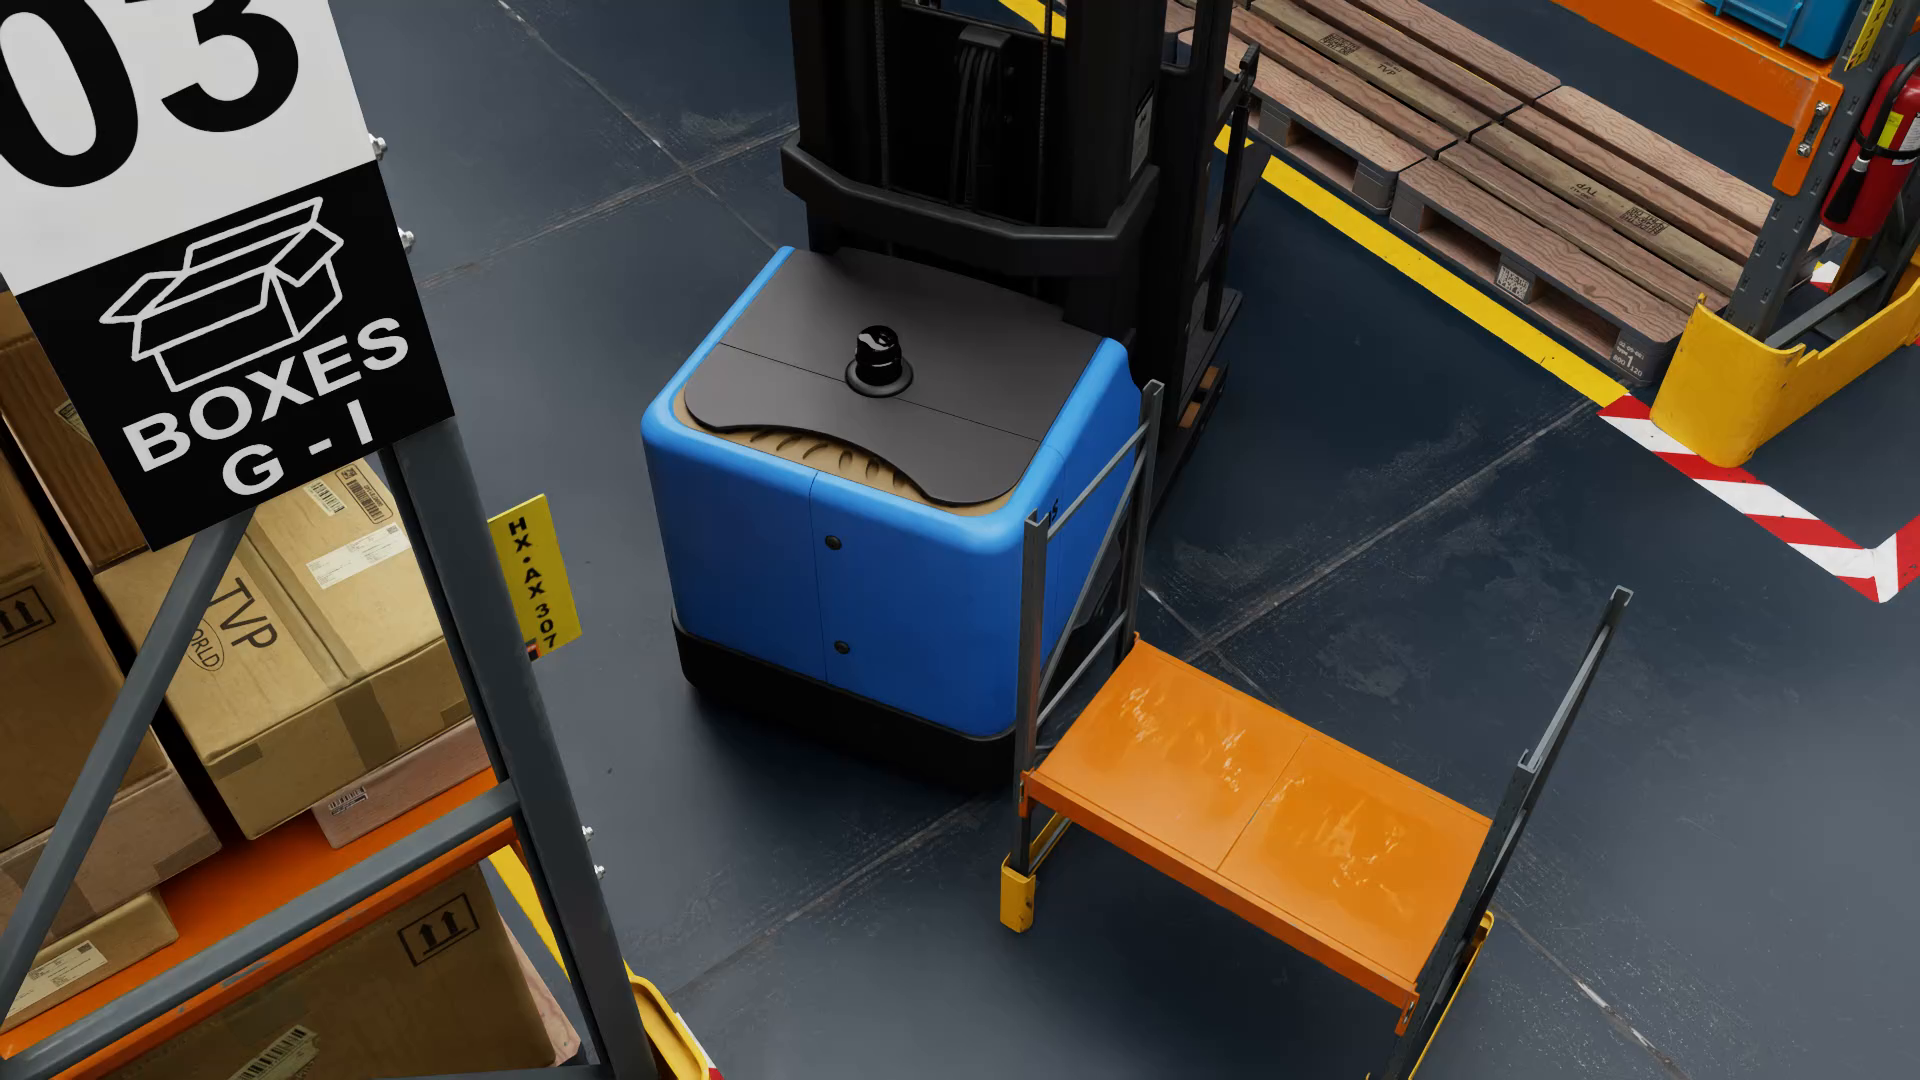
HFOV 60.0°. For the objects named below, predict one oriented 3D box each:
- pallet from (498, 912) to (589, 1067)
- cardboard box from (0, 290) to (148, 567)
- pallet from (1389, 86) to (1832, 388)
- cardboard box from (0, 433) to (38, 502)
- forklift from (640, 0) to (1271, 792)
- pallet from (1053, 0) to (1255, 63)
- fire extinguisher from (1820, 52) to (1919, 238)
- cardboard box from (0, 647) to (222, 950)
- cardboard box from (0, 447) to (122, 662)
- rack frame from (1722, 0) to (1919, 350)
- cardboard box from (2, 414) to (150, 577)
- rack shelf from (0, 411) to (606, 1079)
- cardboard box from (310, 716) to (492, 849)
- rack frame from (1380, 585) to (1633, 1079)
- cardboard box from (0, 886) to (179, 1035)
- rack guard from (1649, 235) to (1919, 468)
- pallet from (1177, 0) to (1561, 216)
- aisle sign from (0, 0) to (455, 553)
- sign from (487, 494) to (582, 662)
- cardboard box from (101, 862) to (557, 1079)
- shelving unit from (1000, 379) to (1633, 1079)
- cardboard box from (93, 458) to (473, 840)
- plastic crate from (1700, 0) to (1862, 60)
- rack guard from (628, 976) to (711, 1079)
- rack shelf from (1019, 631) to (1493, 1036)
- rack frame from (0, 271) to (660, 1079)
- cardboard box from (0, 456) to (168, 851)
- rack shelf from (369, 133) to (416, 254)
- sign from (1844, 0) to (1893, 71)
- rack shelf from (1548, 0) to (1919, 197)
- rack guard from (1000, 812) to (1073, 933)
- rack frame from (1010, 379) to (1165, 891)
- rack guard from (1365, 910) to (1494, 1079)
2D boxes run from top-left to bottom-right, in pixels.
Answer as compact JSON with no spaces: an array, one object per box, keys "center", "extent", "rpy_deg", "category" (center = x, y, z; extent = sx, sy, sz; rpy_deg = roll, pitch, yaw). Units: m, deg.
[{"center":[-1.638,1.127,4.086],"extent":[1.003,0.211,1.213],"rpy_deg":[-29,54,-24],"category":"pallet"},{"center":[-1.470,-0.373,2.958],"extent":[0.500,0.500,0.500],"rpy_deg":[-31,55,-25],"category":"cardboard box"},{"center":[2.381,-1.162,6.161],"extent":[1.003,0.211,1.213],"rpy_deg":[-29,54,-24],"category":"pallet"},{"center":[-2.212,-0.189,3.297],"extent":[0.500,0.250,0.500],"rpy_deg":[-31,55,-25],"category":"cardboard box"},{"center":[0.254,-1.407,4.547],"extent":[1.130,2.935,3.031],"rpy_deg":[18,50,16],"category":"forklift"},{"center":[0.904,-2.601,7.465],"extent":[1.003,0.211,1.213],"rpy_deg":[-29,54,-24],"category":"pallet"},{"center":[2.580,-1.151,4.573],"extent":[0.296,0.674,0.183],"rpy_deg":[-29,54,-24],"category":"fire extinguisher"},{"center":[-1.597,0.411,2.754],"extent":[0.500,0.250,0.500],"rpy_deg":[-30,55,-25],"category":"cardboard box"},{"center":[-1.903,0.111,3.025],"extent":[0.500,0.250,0.500],"rpy_deg":[-30,55,-25],"category":"cardboard box"},{"center":[2.850,-1.595,4.671],"extent":[1.000,3.000,0.127],"rpy_deg":[-29,54,-24],"category":"rack frame"},{"center":[-1.488,-0.130,3.244],"extent":[0.500,0.250,0.500],"rpy_deg":[-30,54,-24],"category":"cardboard box"},{"center":[-2.303,-0.311,3.993],"extent":[1.077,0.370,4.000],"rpy_deg":[-29,54,-24],"category":"rack shelf"},{"center":[-1.044,0.354,3.074],"extent":[0.380,0.149,0.250],"rpy_deg":[-29,54,-24],"category":"cardboard box"},{"center":[1.117,0.747,3.560],"extent":[0.032,1.500,0.500],"rpy_deg":[27,53,22],"category":"rack frame"},{"center":[-1.570,0.649,2.807],"extent":[0.380,0.149,0.250],"rpy_deg":[-28,54,-23],"category":"cardboard box"},{"center":[2.875,-0.747,5.590],"extent":[1.175,0.500,0.348],"rpy_deg":[-29,54,-24],"category":"rack guard"},{"center":[1.647,-1.881,6.813],"extent":[1.003,0.211,1.213],"rpy_deg":[-29,54,-24],"category":"pallet"},{"center":[-0.810,-0.338,1.777],"extent":[0.394,0.787,0.004],"rpy_deg":[-29,54,-24],"category":"aisle sign"},{"center":[-0.647,0.064,2.529],"extent":[0.100,0.325,0.005],"rpy_deg":[-29,54,-24],"category":"sign"},{"center":[-1.543,0.858,3.598],"extent":[0.875,0.875,0.875],"rpy_deg":[-29,54,-24],"category":"cardboard box"},{"center":[0.706,0.537,3.751],"extent":[1.083,1.500,0.587],"rpy_deg":[27,53,22],"category":"shelving unit"},{"center":[-1.168,0.173,2.969],"extent":[0.500,0.250,0.500],"rpy_deg":[-31,55,-25],"category":"cardboard box"},{"center":[2.498,-1.741,4.739],"extent":[0.616,0.435,0.499],"rpy_deg":[-29,54,-24],"category":"plastic crate"},{"center":[-1.077,1.481,3.570],"extent":[1.175,0.500,0.348],"rpy_deg":[-29,54,-24],"category":"rack guard"},{"center":[0.698,0.654,3.887],"extent":[1.000,0.185,0.538],"rpy_deg":[27,53,22],"category":"rack shelf"},{"center":[-1.095,0.628,2.656],"extent":[0.949,2.616,0.053],"rpy_deg":[-29,54,-24],"category":"rack frame"},{"center":[-1.596,0.156,2.478],"extent":[0.500,0.500,0.500],"rpy_deg":[-29,54,-24],"category":"cardboard box"},{"center":[-2.303,-1.318,2.881],"extent":[1.077,0.370,4.000],"rpy_deg":[-29,54,-24],"category":"rack shelf"},{"center":[2.422,-1.393,4.378],"extent":[0.100,0.325,0.005],"rpy_deg":[-29,54,-24],"category":"sign"},{"center":[1.639,-2.533,6.007],"extent":[1.077,0.370,4.000],"rpy_deg":[-29,54,-24],"category":"rack shelf"},{"center":[0.296,0.747,4.404],"extent":[0.087,0.250,0.587],"rpy_deg":[27,53,22],"category":"rack guard"},{"center":[0.280,0.319,3.948],"extent":[0.032,1.500,0.500],"rpy_deg":[27,53,22],"category":"rack frame"},{"center":[1.116,1.167,4.024],"extent":[0.087,0.250,0.587],"rpy_deg":[27,53,22],"category":"rack guard"}]
